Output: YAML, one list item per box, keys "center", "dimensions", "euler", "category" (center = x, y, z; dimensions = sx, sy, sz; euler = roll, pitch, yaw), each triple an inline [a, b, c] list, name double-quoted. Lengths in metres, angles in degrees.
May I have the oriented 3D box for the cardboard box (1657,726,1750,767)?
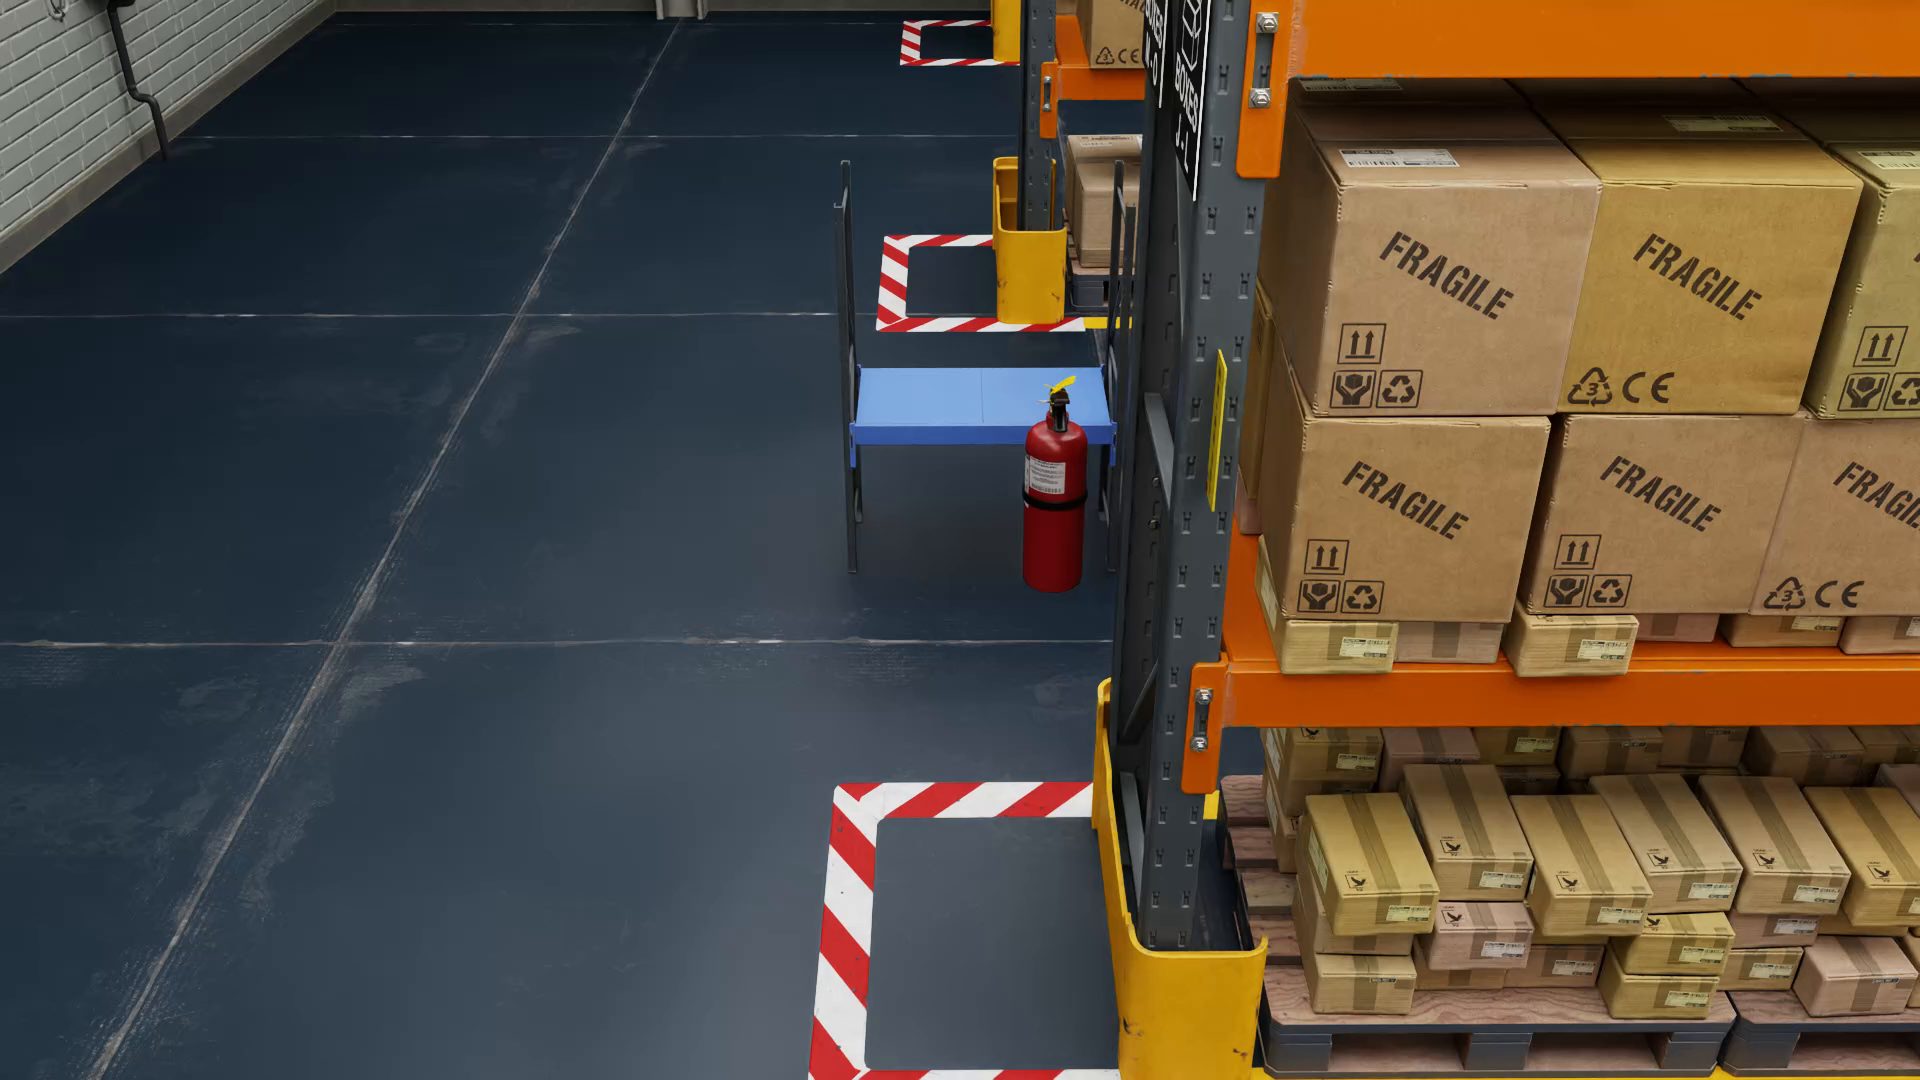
- center: [2.083, 0.484, 4.831]
  dimensions: [0.250, 0.149, 0.380]
  euler: [1, 31, 2]
  category: "cardboard box"

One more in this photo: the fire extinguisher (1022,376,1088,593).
- center: [0.263, -0.179, 4.587]
  dimensions: [0.183, 0.674, 0.296]
  euler: [0, 31, 0]
  category: "fire extinguisher"

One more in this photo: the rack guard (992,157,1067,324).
- center: [0.363, -1.631, 8.956]
  dimensions: [0.348, 0.500, 1.175]
  euler: [0, 31, 0]
  category: "rack guard"

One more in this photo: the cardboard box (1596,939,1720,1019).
- center: [1.810, 1.080, 4.422]
  dimensions: [0.250, 0.149, 0.380]
  euler: [0, 31, 0]
  category: "cardboard box"

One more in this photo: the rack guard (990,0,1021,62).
- center: [0.429, -4.206, 13.200]
  dimensions: [0.348, 0.500, 1.175]
  euler: [0, 31, 0]
  category: "rack guard"

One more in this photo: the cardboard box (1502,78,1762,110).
- center: [1.481, -0.862, 3.932]
  dimensions: [0.500, 0.500, 0.500]
  euler: [-1, 31, -2]
  category: "cardboard box"

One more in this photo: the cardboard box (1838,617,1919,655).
- center: [2.144, 0.102, 3.932]
  dimensions: [0.250, 0.149, 0.380]
  euler: [-1, 31, -1]
  category: "cardboard box"

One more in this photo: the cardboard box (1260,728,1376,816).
- center: [1.044, 0.630, 4.877]
  dimensions: [0.250, 0.149, 0.380]
  euler: [-1, 31, -2]
  category: "cardboard box"

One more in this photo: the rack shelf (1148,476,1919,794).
- center: [2.518, 0.169, 4.274]
  dimensions: [4.000, 0.370, 1.077]
  euler: [0, 31, 0]
  category: "rack shelf"

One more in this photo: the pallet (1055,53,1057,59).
- center: [1.227, -4.085, 13.280]
  dimensions: [1.213, 0.211, 1.003]
  euler: [0, 31, 0]
  category: "pallet"

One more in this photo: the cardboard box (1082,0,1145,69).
- center: [0.869, -2.595, 8.039]
  dimensions: [0.500, 0.500, 0.500]
  euler: [0, 31, -1]
  category: "cardboard box"

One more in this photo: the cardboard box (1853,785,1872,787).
- center: [2.613, 0.613, 4.905]
  dimensions: [0.250, 0.149, 0.380]
  euler: [0, 31, 0]
  category: "cardboard box"

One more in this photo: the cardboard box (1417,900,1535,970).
- center: [1.318, 0.940, 4.366]
  dimensions: [0.250, 0.149, 0.380]
  euler: [0, 31, -1]
  category: "cardboard box"

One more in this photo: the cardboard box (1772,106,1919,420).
- center: [1.993, -0.589, 3.481]
  dimensions: [0.500, 0.500, 0.500]
  euler: [-1, 31, -1]
  category: "cardboard box"

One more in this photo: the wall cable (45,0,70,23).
- center: [-5.272, -3.840, 9.208]
  dimensions: [0.122, 1.984, 0.588]
  euler: [0, 31, 0]
  category: "wall cable"

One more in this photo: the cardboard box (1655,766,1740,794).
- center: [2.081, 0.619, 4.895]
  dimensions: [0.250, 0.149, 0.380]
  euler: [0, 31, 0]
  category: "cardboard box"

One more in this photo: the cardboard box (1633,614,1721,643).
- center: [1.626, 0.077, 3.974]
  dimensions: [0.250, 0.149, 0.380]
  euler: [1, 31, 2]
  category: "cardboard box"

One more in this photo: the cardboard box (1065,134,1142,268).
- center: [1.047, -1.838, 8.953]
  dimensions: [0.875, 0.438, 0.875]
  euler: [-1, 31, -2]
  category: "cardboard box"

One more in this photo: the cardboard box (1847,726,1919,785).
- center: [2.609, 0.525, 4.763]
  dimensions: [0.250, 0.149, 0.380]
  euler: [0, 31, 0]
  category: "cardboard box"

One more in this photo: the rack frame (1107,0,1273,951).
- center: [0.518, -0.133, 4.077]
  dimensions: [0.127, 3.000, 1.000]
  euler: [0, 31, 0]
  category: "rack frame"

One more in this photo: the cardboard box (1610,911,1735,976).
- center: [1.819, 0.948, 4.352]
  dimensions: [0.250, 0.149, 0.380]
  euler: [1, 31, 1]
  category: "cardboard box"

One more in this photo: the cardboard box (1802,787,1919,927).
- center: [2.360, 0.813, 4.289]
  dimensions: [0.250, 0.149, 0.380]
  euler: [0, 31, 0]
  category: "cardboard box"

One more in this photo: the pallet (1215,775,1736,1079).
- center: [1.407, 1.075, 4.774]
  dimensions: [1.213, 0.211, 1.003]
  euler: [0, 31, 0]
  category: "pallet"

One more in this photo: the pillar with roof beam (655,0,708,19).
- center: [-2.322, -6.065, 8.072]
  dimensions: [0.400, 9.000, 9.100]
  euler: [0, 31, 0]
  category: "pillar with roof beam"

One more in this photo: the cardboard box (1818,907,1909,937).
- center: [2.355, 0.876, 4.471]
  dimensions: [0.250, 0.149, 0.380]
  euler: [1, 31, 2]
  category: "cardboard box"

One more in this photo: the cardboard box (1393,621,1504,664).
- center: [1.098, 0.122, 3.900]
  dimensions: [0.250, 0.149, 0.380]
  euler: [1, 31, 1]
  category: "cardboard box"

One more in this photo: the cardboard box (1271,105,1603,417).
- center: [0.969, -0.594, 3.490]
  dimensions: [0.500, 0.500, 0.500]
  euler: [0, 31, -1]
  category: "cardboard box"

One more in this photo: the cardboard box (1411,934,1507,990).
- center: [1.305, 1.028, 4.508]
  dimensions: [0.250, 0.149, 0.380]
  euler: [0, 31, 0]
  category: "cardboard box"

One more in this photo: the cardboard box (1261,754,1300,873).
- center: [1.043, 0.797, 4.888]
  dimensions: [0.250, 0.149, 0.380]
  euler: [0, 31, 1]
  category: "cardboard box"

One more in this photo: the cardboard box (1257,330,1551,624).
- center: [0.969, -0.161, 3.740]
  dimensions: [0.500, 0.500, 0.500]
  euler: [1, 31, 2]
  category: "cardboard box"

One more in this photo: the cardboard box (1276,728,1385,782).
- center: [1.046, 0.519, 4.772]
  dimensions: [0.250, 0.149, 0.380]
  euler: [0, 31, 0]
  category: "cardboard box"

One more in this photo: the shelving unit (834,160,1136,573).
- center: [0.085, -0.641, 6.361]
  dimensions: [1.048, 1.500, 0.538]
  euler: [0, 31, 0]
  category: "shelving unit"

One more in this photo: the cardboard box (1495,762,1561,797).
- center: [1.564, 0.627, 4.881]
  dimensions: [0.250, 0.149, 0.380]
  euler: [-1, 31, -2]
  category: "cardboard box"

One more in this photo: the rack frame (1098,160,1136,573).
- center: [0.594, -0.643, 6.364]
  dimensions: [0.032, 1.500, 0.500]
  euler: [0, 31, 0]
  category: "rack frame"

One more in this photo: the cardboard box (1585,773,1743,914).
- center: [1.819, 0.786, 4.333]
  dimensions: [0.250, 0.149, 0.380]
  euler: [-2, 31, -3]
  category: "cardboard box"

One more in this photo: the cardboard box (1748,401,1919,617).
- center: [1.994, -0.170, 3.756]
  dimensions: [0.500, 0.500, 0.500]
  euler: [0, 31, 0]
  category: "cardboard box"

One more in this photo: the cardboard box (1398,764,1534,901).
- center: [1.319, 0.764, 4.369]
  dimensions: [0.250, 0.149, 0.380]
  euler: [0, 31, 1]
  category: "cardboard box"

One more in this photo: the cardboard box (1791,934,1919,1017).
- center: [2.314, 1.074, 4.432]
  dimensions: [0.250, 0.149, 0.380]
  euler: [-2, 31, -3]
  category: "cardboard box"

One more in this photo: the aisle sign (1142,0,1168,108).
- center: [0.443, -1.399, 3.659]
  dimensions: [0.004, 0.787, 0.394]
  euler: [0, 31, 0]
  category: "aisle sign"

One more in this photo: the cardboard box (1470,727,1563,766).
- center: [1.556, 0.482, 4.834]
  dimensions: [0.250, 0.149, 0.380]
  euler: [-1, 31, -1]
  category: "cardboard box"
